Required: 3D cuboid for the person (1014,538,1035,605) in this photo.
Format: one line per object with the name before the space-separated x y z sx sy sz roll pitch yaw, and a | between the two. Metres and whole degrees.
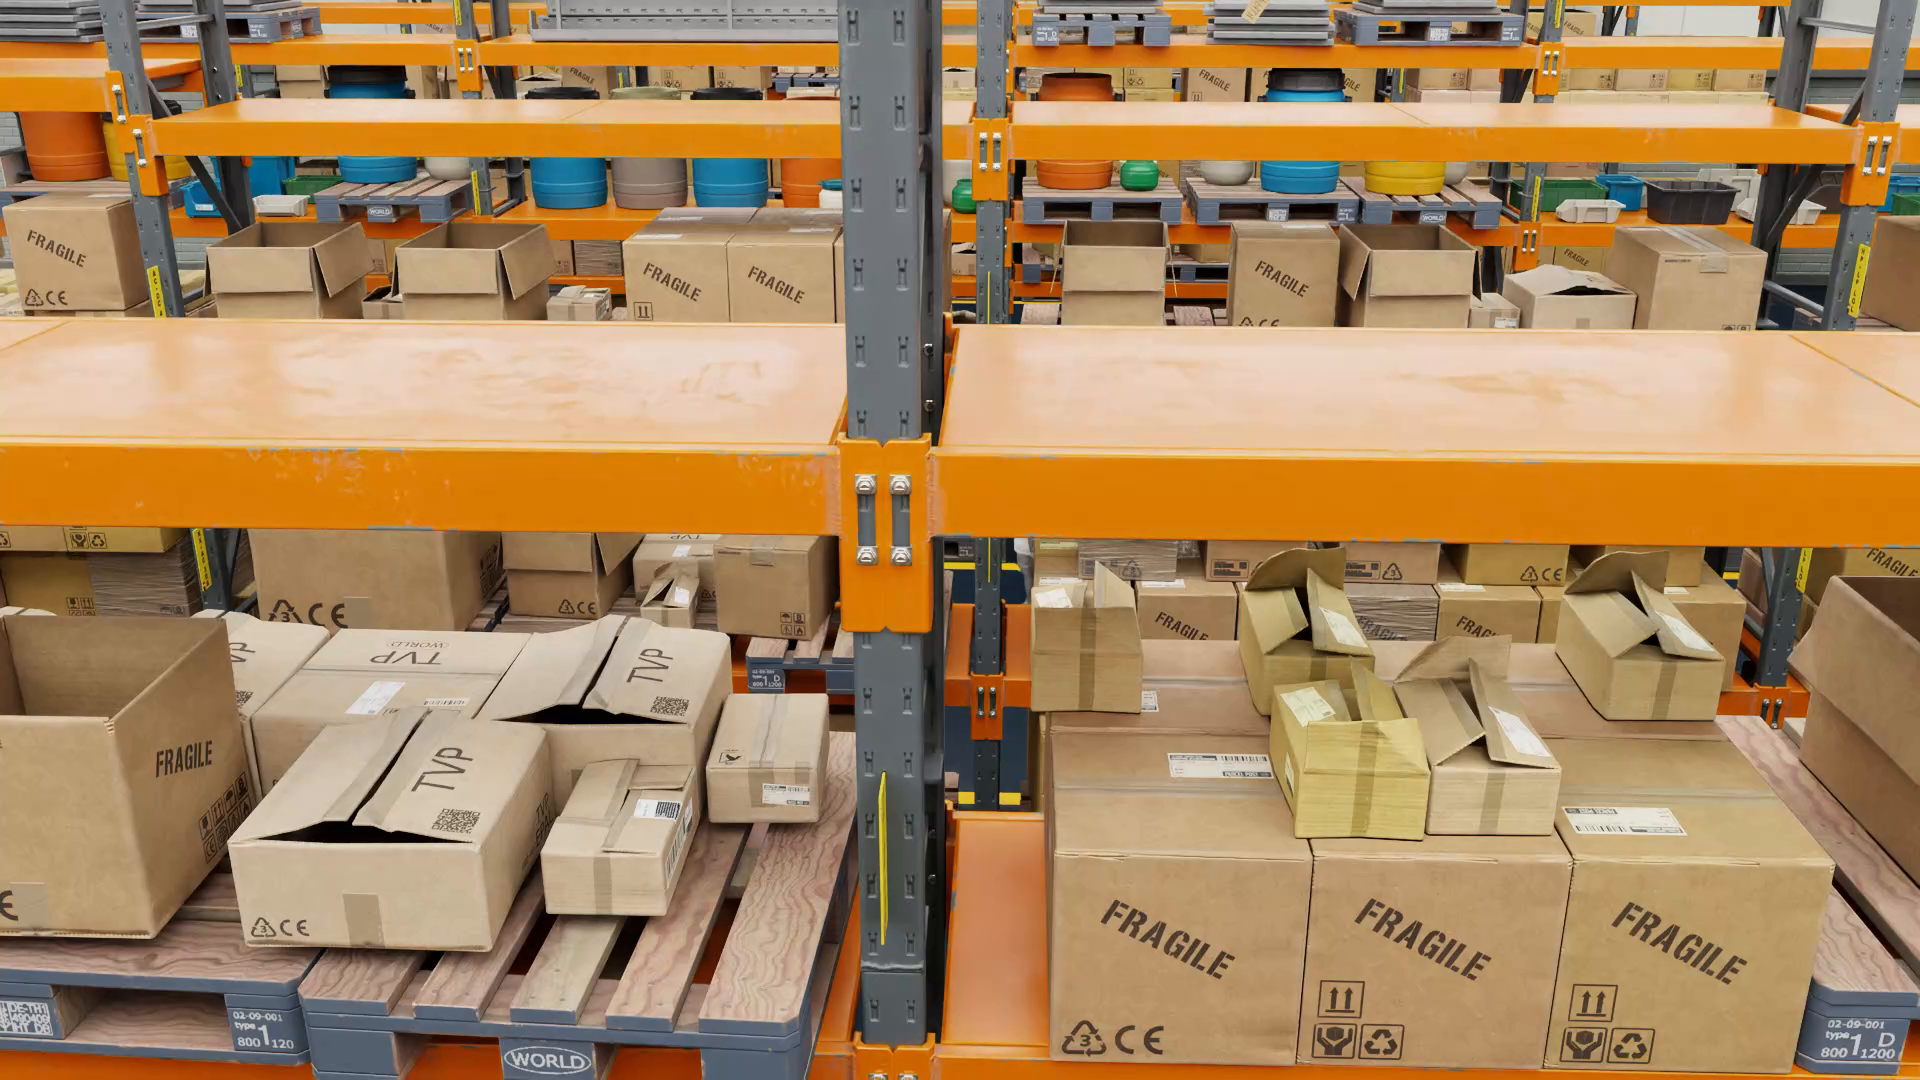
person | 0.547 0.056 11.542 0.360 1.764 0.530 1 21 3
